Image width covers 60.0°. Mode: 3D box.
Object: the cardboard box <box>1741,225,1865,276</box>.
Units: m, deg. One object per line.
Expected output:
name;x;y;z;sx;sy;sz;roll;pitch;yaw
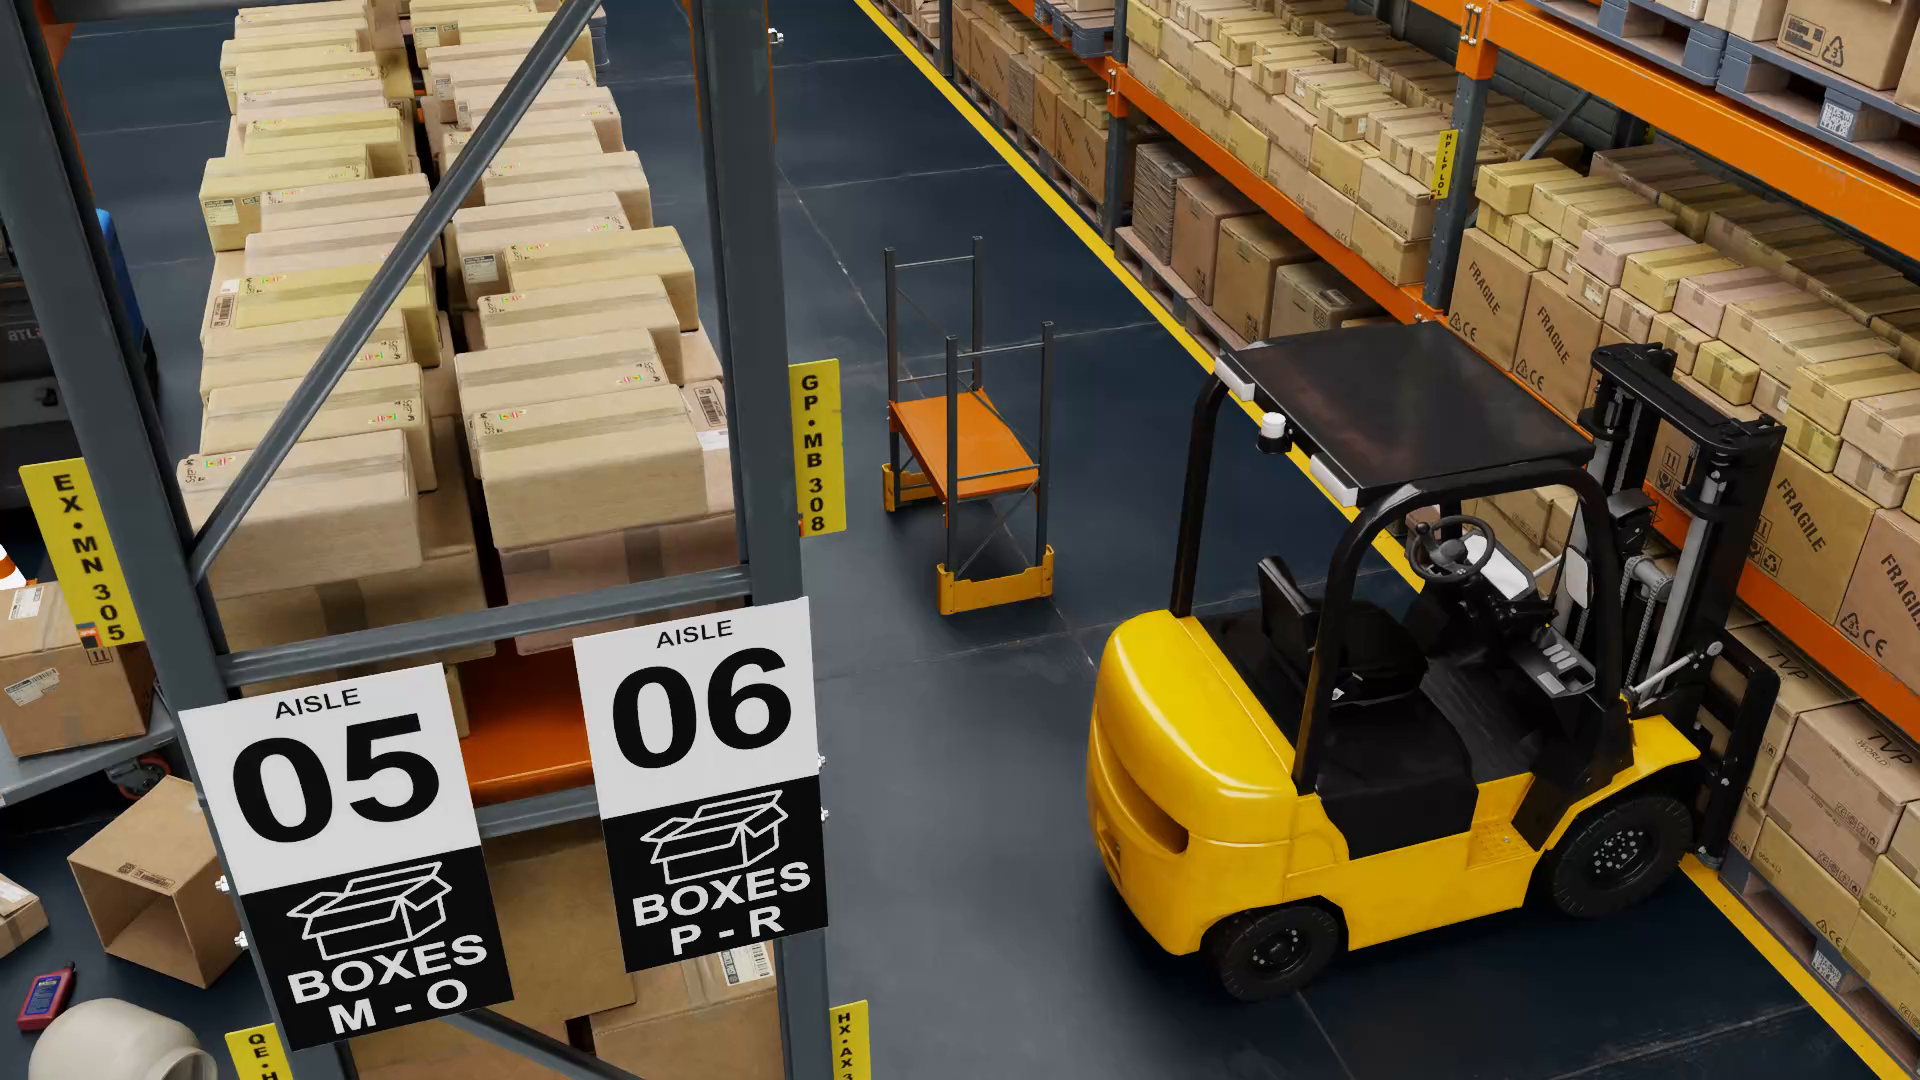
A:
cardboard box;3.459;-1.159;6.834;0.380;0.149;0.250;-11;35;-15

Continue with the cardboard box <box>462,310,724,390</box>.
cardboard box;-0.803;-0.326;3.668;0.500;0.250;0.500;-11;35;-15

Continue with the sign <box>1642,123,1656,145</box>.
sign;3.275;-1.863;7.992;0.100;0.325;0.005;-10;35;-15

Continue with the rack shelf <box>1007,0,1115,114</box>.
rack shelf;0.917;-4.225;13.075;1.077;0.370;4.000;-10;35;-15

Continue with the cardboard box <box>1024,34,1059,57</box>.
cardboard box;0.731;-3.933;13.279;0.380;0.149;0.250;-10;35;-15

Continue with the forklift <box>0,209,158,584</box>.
forklift;-5.055;-1.435;8.263;1.130;2.935;3.031;-10;35;-14

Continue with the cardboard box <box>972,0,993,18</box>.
cardboard box;0.321;-4.612;14.307;0.380;0.149;0.250;-11;35;-16

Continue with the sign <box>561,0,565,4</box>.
sign;-1.464;-2.101;6.018;0.100;0.325;0.005;-10;35;-15

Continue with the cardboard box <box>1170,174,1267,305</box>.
cardboard box;1.911;-1.988;10.811;0.875;0.625;0.625;-9;34;-13

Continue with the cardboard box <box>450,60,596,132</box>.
cardboard box;-1.214;-1.218;4.656;0.380;0.149;0.250;-10;35;-14

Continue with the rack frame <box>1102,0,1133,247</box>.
rack frame;1.527;-3.475;11.288;1.000;3.000;0.127;-10;35;-15

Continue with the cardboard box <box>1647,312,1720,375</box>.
cardboard box;2.957;-0.799;6.559;0.380;0.149;0.250;-11;35;-16

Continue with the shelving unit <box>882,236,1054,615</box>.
shelving unit;0.023;-0.586;8.276;0.587;1.500;1.083;-10;35;-15

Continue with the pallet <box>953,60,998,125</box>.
pallet;0.591;-3.991;14.598;1.003;0.211;1.213;-10;35;-15

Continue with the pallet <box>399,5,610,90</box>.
pallet;-2.066;-2.053;6.586;1.213;0.211;1.003;-10;35;-15

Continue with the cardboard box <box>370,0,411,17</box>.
cardboard box;-2.295;-2.184;6.369;0.500;0.250;0.500;-11;35;-16

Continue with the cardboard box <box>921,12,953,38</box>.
cardboard box;-0.143;-4.804;15.504;0.380;0.149;0.250;-11;35;-16

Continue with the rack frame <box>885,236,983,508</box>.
rack frame;-0.129;-0.848;8.673;0.500;1.500;0.032;-10;35;-15

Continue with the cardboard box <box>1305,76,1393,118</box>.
cardboard box;2.084;-2.363;8.926;0.380;0.149;0.250;-11;35;-16

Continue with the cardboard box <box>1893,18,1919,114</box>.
cardboard box;3.383;-1.531;5.063;0.700;0.500;0.500;-10;35;-14

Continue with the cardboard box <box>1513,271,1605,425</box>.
cardboard box;2.809;-0.869;7.253;0.500;0.500;0.500;-9;35;-14

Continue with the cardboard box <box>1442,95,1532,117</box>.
cardboard box;2.737;-2.189;8.662;0.380;0.149;0.250;-10;35;-15

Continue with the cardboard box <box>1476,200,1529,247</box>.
cardboard box;2.594;-1.476;7.583;0.380;0.149;0.250;-11;35;-15

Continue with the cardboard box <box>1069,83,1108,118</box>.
cardboard box;1.022;-3.233;12.219;0.380;0.149;0.250;-12;35;-17

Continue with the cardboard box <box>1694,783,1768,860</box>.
cardboard box;3.236;0.977;6.664;0.500;0.250;0.500;-10;35;-14

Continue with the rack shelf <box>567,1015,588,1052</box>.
rack shelf;-1.369;0.812;5.453;1.077;0.370;4.000;-10;35;-15

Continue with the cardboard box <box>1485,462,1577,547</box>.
cardboard box;2.742;-0.243;7.603;0.500;0.250;0.500;-10;35;-15

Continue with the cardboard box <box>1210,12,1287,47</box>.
cardboard box;1.726;-3.038;9.947;0.380;0.149;0.250;-10;35;-14

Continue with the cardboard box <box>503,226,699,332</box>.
cardboard box;-0.788;-0.554;3.651;0.380;0.149;0.250;-10;35;-15

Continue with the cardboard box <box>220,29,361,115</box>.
cardboard box;-1.960;-1.383;4.906;0.380;0.149;0.250;-10;35;-15

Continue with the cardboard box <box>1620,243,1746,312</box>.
cardboard box;2.900;-1.055;6.677;0.380;0.149;0.250;-11;35;-15

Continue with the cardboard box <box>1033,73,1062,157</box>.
cardboard box;0.888;-3.332;12.958;0.500;0.500;0.500;-9;34;-13

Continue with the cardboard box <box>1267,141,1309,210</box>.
cardboard box;2.063;-2.062;9.285;0.500;0.250;0.500;-10;35;-14

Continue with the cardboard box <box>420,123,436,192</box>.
cardboard box;-1.910;-1.221;5.385;0.380;0.149;0.250;-10;35;-15

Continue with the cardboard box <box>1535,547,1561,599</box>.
cardboard box;2.899;0.224;7.349;0.500;0.250;0.500;-10;35;-15

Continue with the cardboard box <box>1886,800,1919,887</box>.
cardboard box;3.530;1.091;5.585;0.500;0.250;0.500;-9;34;-13

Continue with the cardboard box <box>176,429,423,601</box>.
cardboard box;-1.143;-0.045;2.881;0.380;0.149;0.250;-10;35;-14

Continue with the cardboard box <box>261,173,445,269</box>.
cardboard box;-1.431;-0.731;3.920;0.380;0.149;0.250;-11;35;-16

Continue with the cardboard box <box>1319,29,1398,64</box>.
cardboard box;2.306;-2.848;9.660;0.380;0.149;0.250;-9;35;-13

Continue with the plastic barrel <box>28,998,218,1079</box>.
plastic barrel;-2.831;1.807;5.631;0.512;0.421;0.421;13;36;18

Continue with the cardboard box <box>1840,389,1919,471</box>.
cardboard box;3.257;-0.382;5.659;0.380;0.149;0.250;-9;35;-14

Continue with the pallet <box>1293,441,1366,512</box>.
pallet;2.485;-0.592;9.454;1.003;0.211;1.213;-10;35;-15

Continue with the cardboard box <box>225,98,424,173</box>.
cardboard box;-1.799;-1.040;4.748;0.500;0.250;0.500;-10;35;-14

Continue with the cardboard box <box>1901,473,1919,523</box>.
cardboard box;3.403;-0.130;5.546;0.380;0.149;0.250;-10;35;-15

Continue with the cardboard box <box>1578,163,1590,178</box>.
cardboard box;2.837;-1.830;8.482;0.500;0.250;0.500;-11;35;-16

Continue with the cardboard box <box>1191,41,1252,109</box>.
cardboard box;1.724;-2.806;9.958;0.500;0.250;0.500;-11;35;-16
